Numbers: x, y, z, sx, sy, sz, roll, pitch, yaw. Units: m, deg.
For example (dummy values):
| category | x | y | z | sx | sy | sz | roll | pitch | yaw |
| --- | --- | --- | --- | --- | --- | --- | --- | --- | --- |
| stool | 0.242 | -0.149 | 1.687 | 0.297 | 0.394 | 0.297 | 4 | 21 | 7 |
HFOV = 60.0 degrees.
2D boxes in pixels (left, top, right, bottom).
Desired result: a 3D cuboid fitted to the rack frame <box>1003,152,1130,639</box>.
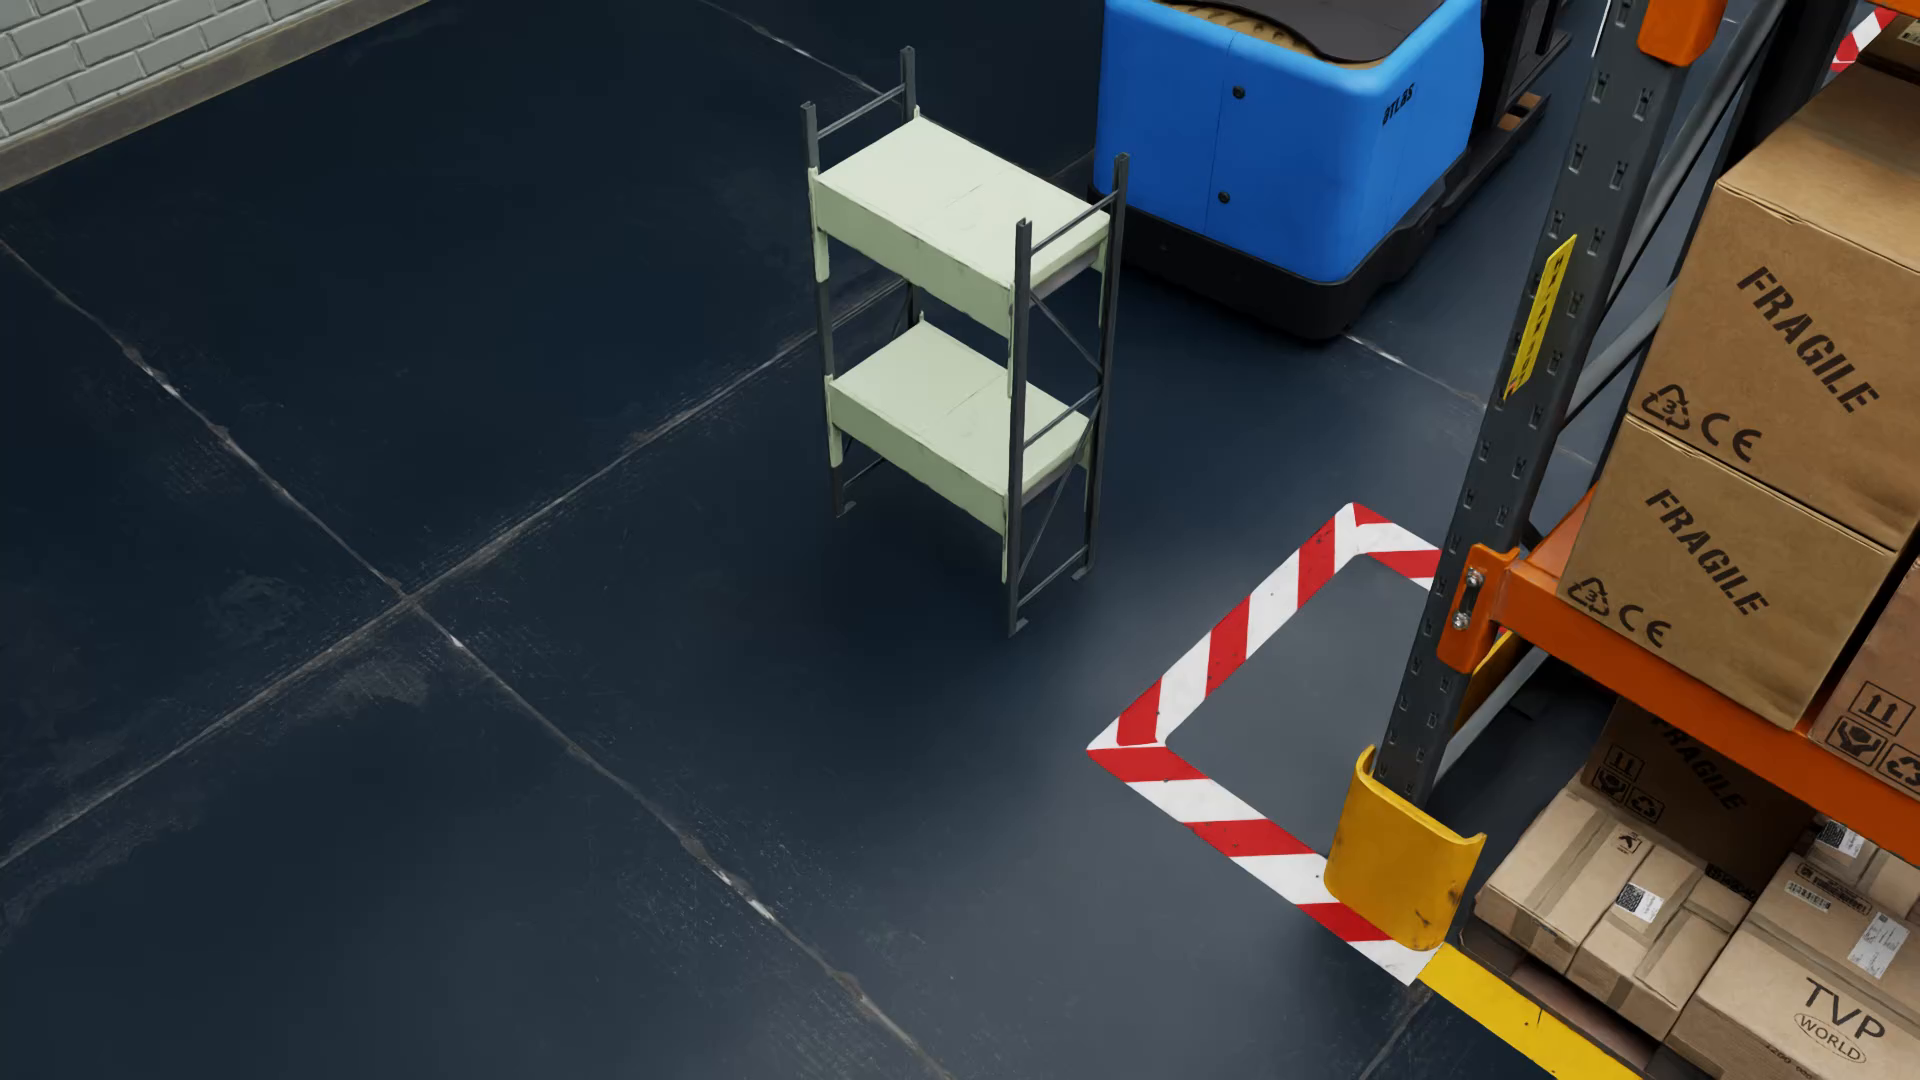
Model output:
| category | x | y | z | sx | sy | sz | roll | pitch | yaw |
| --- | --- | --- | --- | --- | --- | --- | --- | --- | --- |
| rack frame | 0.274 | -0.329 | 4.530 | 0.023 | 1.500 | 0.400 | 34 | 55 | 28 |

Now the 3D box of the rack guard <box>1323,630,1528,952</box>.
| category | x | y | z | sx | sy | sz | roll | pitch | yaw |
| --- | --- | --- | --- | --- | --- | --- | --- | --- | --- |
| rack guard | 1.458 | 0.505 | 4.432 | 0.348 | 0.500 | 1.175 | 34 | 55 | 28 |

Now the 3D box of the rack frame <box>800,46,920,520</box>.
| category | x | y | z | sx | sy | sz | roll | pitch | yaw |
| --- | --- | --- | --- | --- | --- | --- | --- | --- | --- |
| rack frame | -0.264 | -0.691 | 4.870 | 0.023 | 1.500 | 0.400 | 34 | 55 | 28 |

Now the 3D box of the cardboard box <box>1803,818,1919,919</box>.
| category | x | y | z | sx | sy | sz | roll | pitch | yaw |
| --- | --- | --- | --- | --- | --- | --- | --- | --- | --- |
| cardboard box | 2.205 | 0.817 | 4.067 | 0.250 | 0.166 | 0.380 | 34 | 55 | 28 |

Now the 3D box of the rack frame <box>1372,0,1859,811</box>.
| category | x | y | z | sx | sy | sz | roll | pitch | yaw |
| --- | --- | --- | --- | --- | --- | --- | --- | --- | --- |
| rack frame | 1.402 | -0.388 | 3.556 | 0.127 | 3.000 | 1.000 | 34 | 55 | 28 |

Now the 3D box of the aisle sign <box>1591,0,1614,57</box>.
| category | x | y | z | sx | sy | sz | roll | pitch | yaw |
| --- | --- | --- | --- | --- | --- | --- | --- | --- | --- |
| aisle sign | 1.153 | -1.154 | 2.493 | 0.004 | 0.787 | 0.394 | 34 | 55 | 28 |

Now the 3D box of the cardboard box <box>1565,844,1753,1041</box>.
| category | x | y | z | sx | sy | sz | roll | pitch | yaw |
| --- | --- | --- | --- | --- | --- | --- | --- | --- | --- |
| cardboard box | 1.661 | 0.946 | 3.946 | 0.250 | 0.166 | 0.380 | 34 | 55 | 28 |

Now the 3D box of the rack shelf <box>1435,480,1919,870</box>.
| category | x | y | z | sx | sy | sz | roll | pitch | yaw |
| --- | --- | --- | --- | --- | --- | --- | --- | --- | --- |
| rack shelf | 2.872 | 0.847 | 2.890 | 4.000 | 0.370 | 1.077 | 34 | 55 | 28 |

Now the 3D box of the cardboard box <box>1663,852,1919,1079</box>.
| category | x | y | z | sx | sy | sz | roll | pitch | yaw |
| --- | --- | --- | --- | --- | --- | --- | --- | --- | --- |
| cardboard box | 1.977 | 1.071 | 3.771 | 0.500 | 0.250 | 0.500 | 34 | 55 | 28 |

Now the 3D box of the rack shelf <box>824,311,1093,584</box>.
| category | x | y | z | sx | sy | sz | roll | pitch | yaw |
| --- | --- | --- | --- | --- | --- | --- | --- | --- | --- |
| rack shelf | 0.005 | -0.287 | 4.938 | 0.720 | 0.370 | 0.431 | 34 | 55 | 28 |

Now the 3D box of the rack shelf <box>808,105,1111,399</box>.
| category | x | y | z | sx | sy | sz | roll | pitch | yaw |
| --- | --- | --- | --- | --- | --- | --- | --- | --- | --- |
| rack shelf | 0.005 | -0.777 | 4.416 | 0.720 | 0.370 | 0.431 | 34 | 55 | 28 |

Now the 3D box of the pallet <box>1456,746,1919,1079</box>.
| category | x | y | z | sx | sy | sz | roll | pitch | yaw |
| --- | --- | --- | --- | --- | --- | --- | --- | --- | --- |
| pallet | 2.045 | 0.998 | 4.168 | 1.213 | 0.211 | 1.003 | 34 | 55 | 28 |

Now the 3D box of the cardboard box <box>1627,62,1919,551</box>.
| category | x | y | z | sx | sy | sz | roll | pitch | yaw |
| --- | --- | --- | --- | --- | --- | --- | --- | --- | --- |
| cardboard box | 1.549 | -0.404 | 2.817 | 0.500 | 0.500 | 0.500 | 36 | 56 | 29 |

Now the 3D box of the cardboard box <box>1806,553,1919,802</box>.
| category | x | y | z | sx | sy | sz | roll | pitch | yaw |
| --- | --- | --- | --- | --- | --- | --- | --- | --- | --- |
| cardboard box | 1.932 | 0.191 | 2.945 | 0.500 | 0.500 | 0.500 | 33 | 55 | 27 |

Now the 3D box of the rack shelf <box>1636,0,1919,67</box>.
| category | x | y | z | sx | sy | sz | roll | pitch | yaw |
| --- | --- | --- | --- | --- | --- | --- | --- | --- | --- |
| rack shelf | 2.872 | -0.179 | 1.797 | 4.000 | 0.370 | 1.077 | 34 | 55 | 28 |

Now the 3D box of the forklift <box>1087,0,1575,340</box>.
| category | x | y | z | sx | sy | sz | roll | pitch | yaw |
| --- | --- | --- | --- | --- | --- | --- | --- | --- | --- |
| forklift | 1.741 | -2.739 | 5.811 | 1.130 | 2.935 | 3.031 | 28 | 53 | 24 |

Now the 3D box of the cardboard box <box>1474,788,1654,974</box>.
| category | x | y | z | sx | sy | sz | roll | pitch | yaw |
| --- | --- | --- | --- | --- | --- | --- | --- | --- | --- |
| cardboard box | 1.477 | 0.829 | 4.068 | 0.250 | 0.149 | 0.380 | 34 | 55 | 28 |

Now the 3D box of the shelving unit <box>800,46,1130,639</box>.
| category | x | y | z | sx | sy | sz | roll | pitch | yaw |
| --- | --- | --- | --- | --- | --- | --- | --- | --- | --- |
| shelving unit | 0.005 | -0.510 | 4.700 | 0.755 | 1.500 | 0.431 | 34 | 55 | 28 |

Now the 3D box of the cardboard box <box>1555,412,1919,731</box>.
| category | x | y | z | sx | sy | sz | roll | pitch | yaw |
| --- | --- | --- | --- | --- | --- | --- | --- | --- | --- |
| cardboard box | 1.549 | -0.061 | 3.181 | 0.500 | 0.500 | 0.500 | 35 | 56 | 28 |

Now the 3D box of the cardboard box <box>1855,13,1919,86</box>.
| category | x | y | z | sx | sy | sz | roll | pitch | yaw |
| --- | --- | --- | --- | --- | --- | --- | --- | --- | --- |
| cardboard box | 1.916 | -0.691 | 3.087 | 0.500 | 0.500 | 0.500 | 33 | 55 | 27 |

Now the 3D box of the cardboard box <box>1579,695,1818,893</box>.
| category | x | y | z | sx | sy | sz | roll | pitch | yaw |
| --- | --- | --- | --- | --- | --- | --- | --- | --- | --- |
| cardboard box | 1.969 | 0.454 | 4.179 | 0.500 | 0.500 | 0.500 | 34 | 55 | 28 |

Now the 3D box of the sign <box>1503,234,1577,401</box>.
| category | x | y | z | sx | sy | sz | roll | pitch | yaw |
| --- | --- | --- | --- | --- | --- | --- | --- | --- | --- |
| sign | 1.034 | -0.393 | 2.968 | 0.005 | 0.325 | 0.100 | 34 | 55 | 28 |
